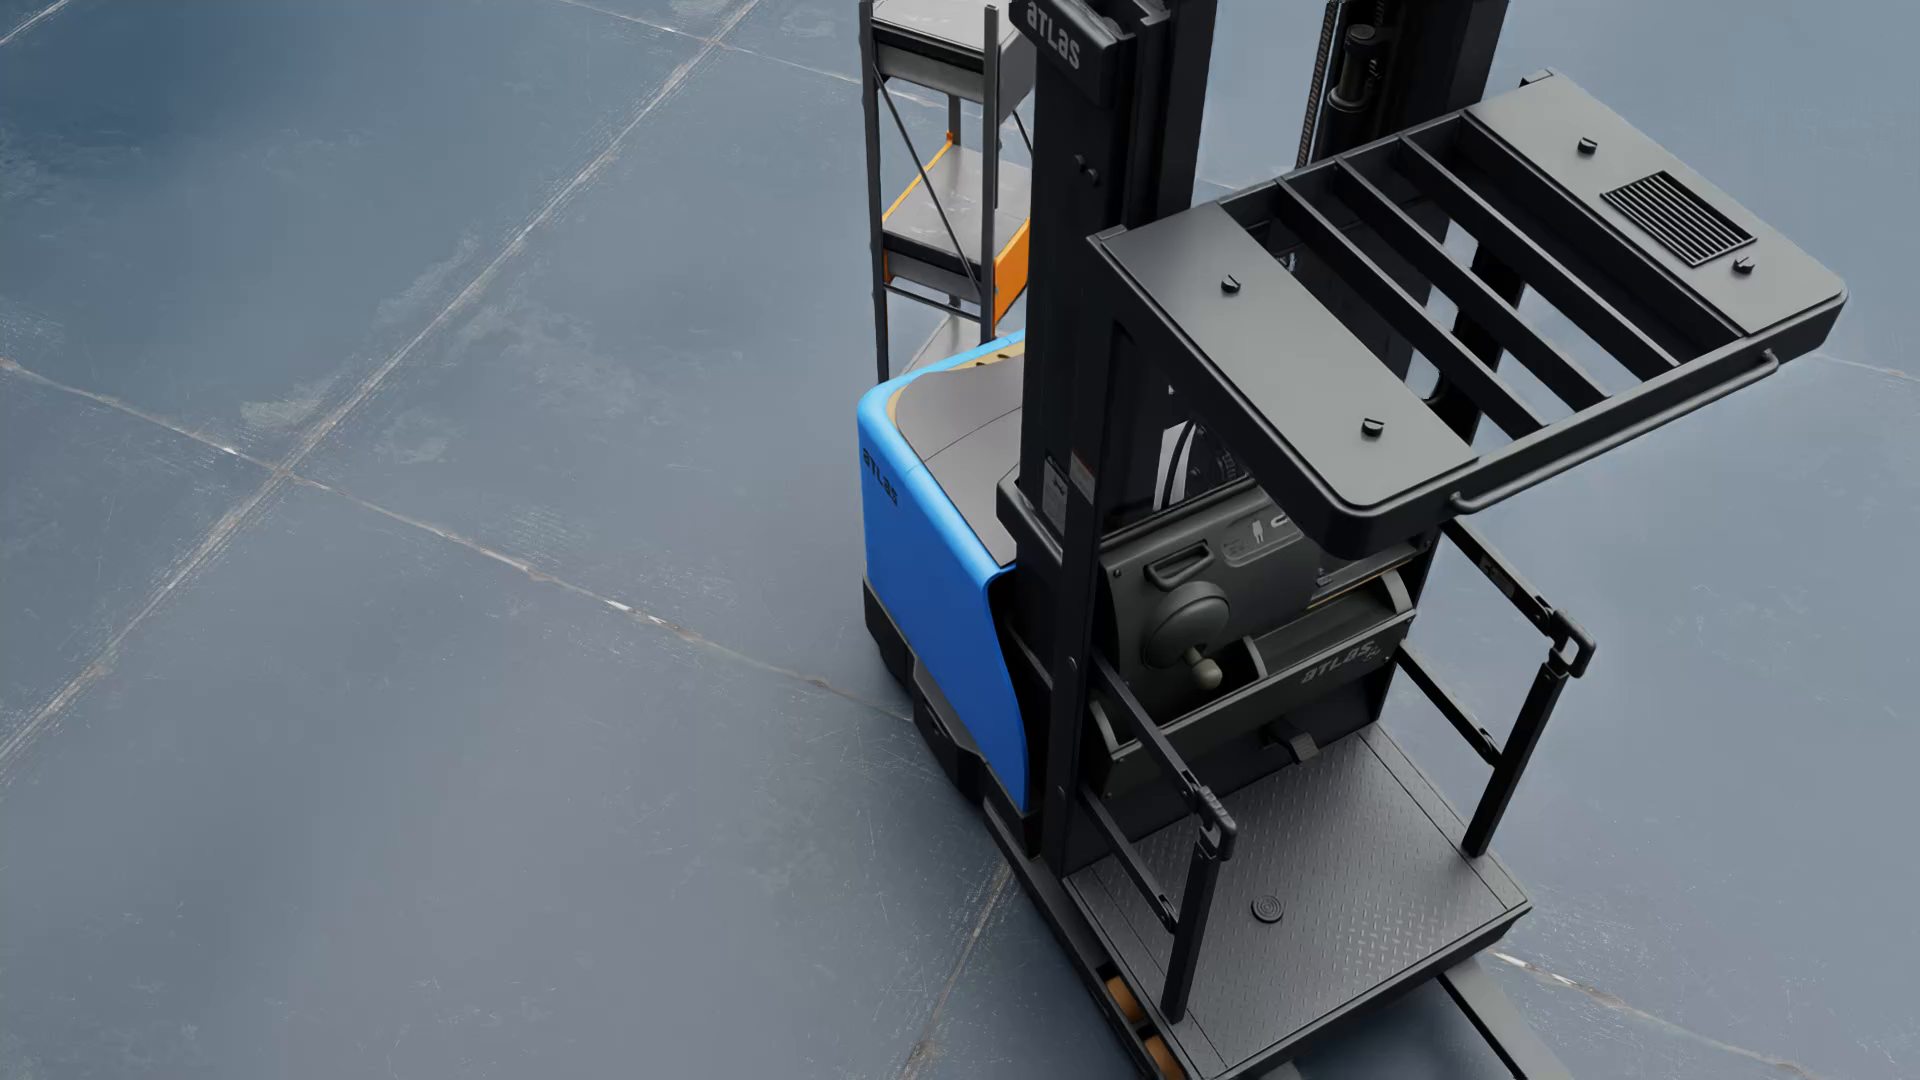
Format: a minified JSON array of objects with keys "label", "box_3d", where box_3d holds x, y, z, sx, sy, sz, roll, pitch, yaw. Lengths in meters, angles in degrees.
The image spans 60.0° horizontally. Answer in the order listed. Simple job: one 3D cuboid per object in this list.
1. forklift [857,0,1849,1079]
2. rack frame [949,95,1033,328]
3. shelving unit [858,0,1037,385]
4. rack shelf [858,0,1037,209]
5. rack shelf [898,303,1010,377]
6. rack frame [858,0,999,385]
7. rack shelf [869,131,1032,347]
[{"label":"forklift","box_3d":[0.844,0.135,3.711,1.130,2.935,3.031,-23,53,-18]},{"label":"rack frame","box_3d":[0.145,-1.033,5.250,0.400,2.100,0.015,22,53,18]},{"label":"shelving unit","box_3d":[0.031,-0.869,5.111,0.431,2.100,0.503,22,53,18]},{"label":"rack shelf","box_3d":[0.031,-1.314,4.588,0.431,0.518,0.480,22,53,18]},{"label":"rack shelf","box_3d":[0.031,-0.406,5.654,0.431,0.518,0.480,22,53,18]},{"label":"rack frame","box_3d":[-0.083,-0.704,4.971,0.400,2.100,0.015,22,53,18]},{"label":"rack shelf","box_3d":[0.031,-0.860,5.121,0.431,0.518,0.480,22,53,18]}]
